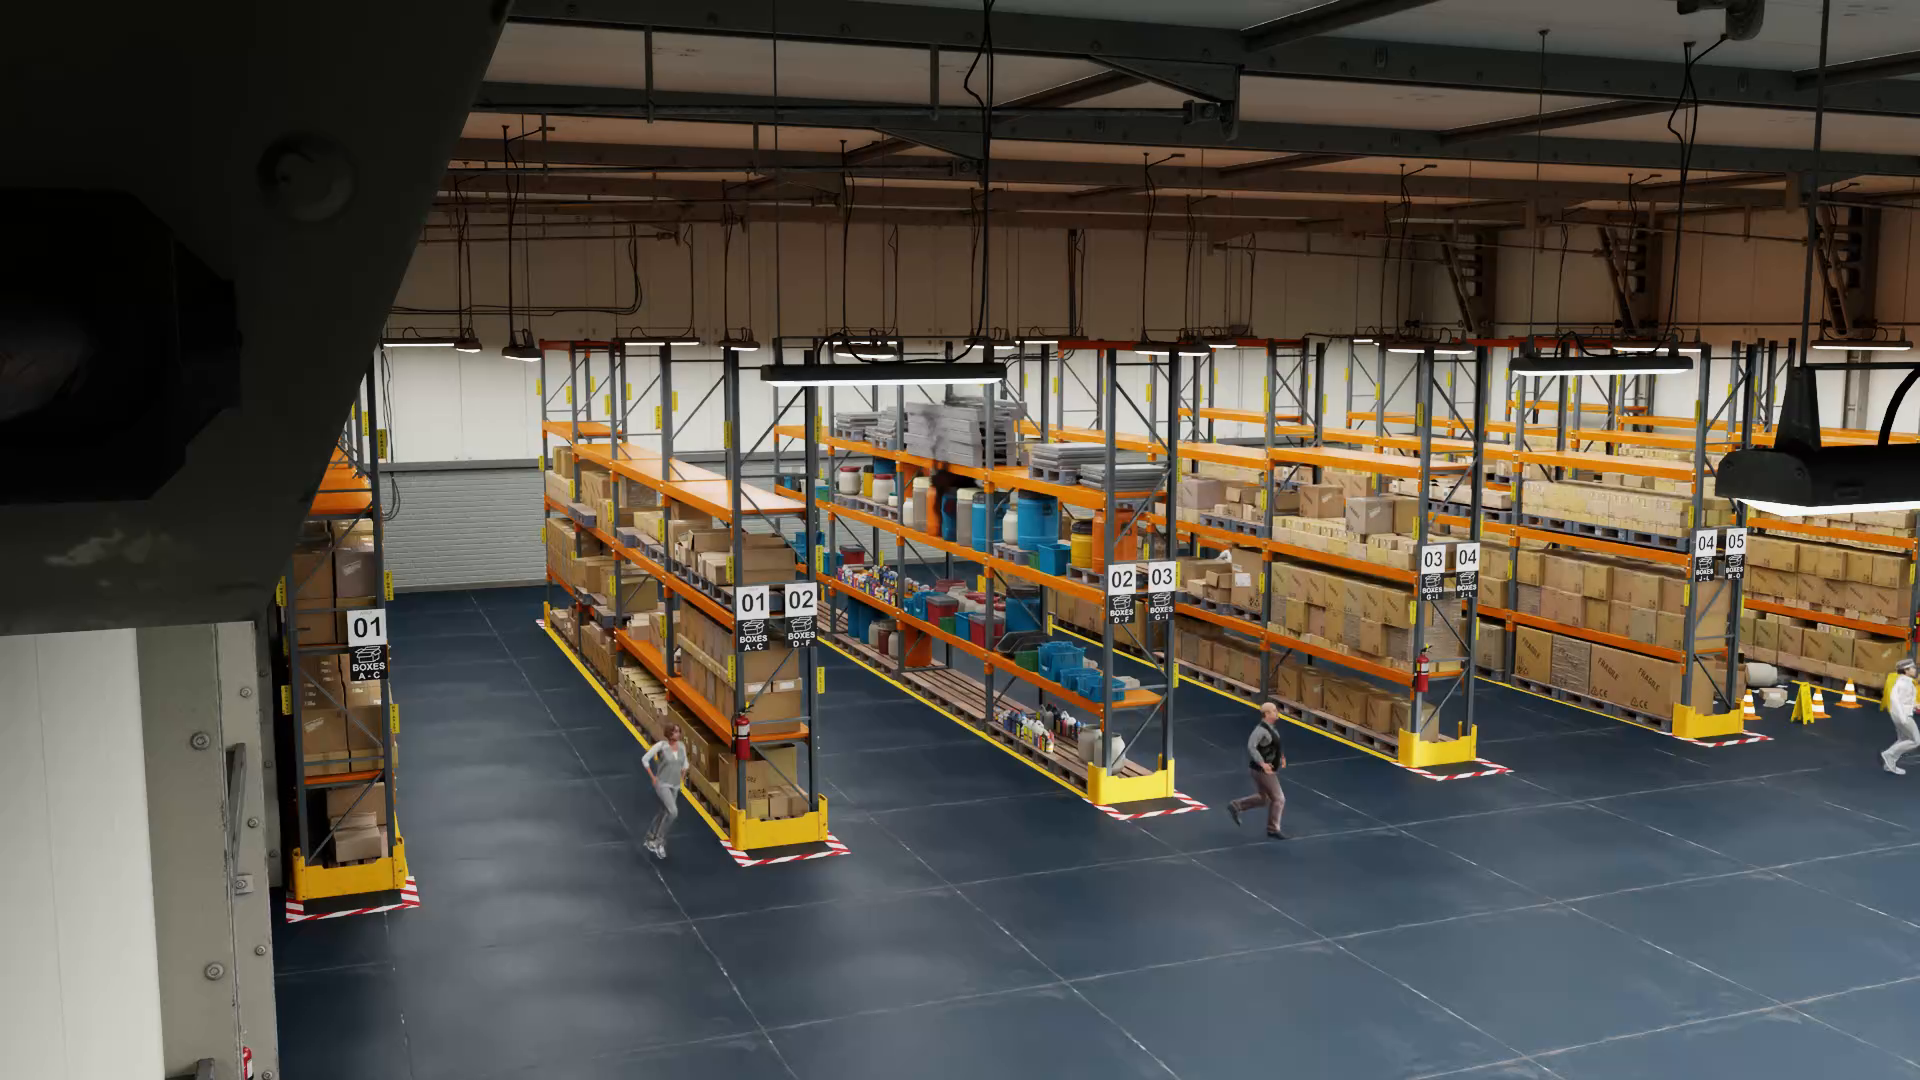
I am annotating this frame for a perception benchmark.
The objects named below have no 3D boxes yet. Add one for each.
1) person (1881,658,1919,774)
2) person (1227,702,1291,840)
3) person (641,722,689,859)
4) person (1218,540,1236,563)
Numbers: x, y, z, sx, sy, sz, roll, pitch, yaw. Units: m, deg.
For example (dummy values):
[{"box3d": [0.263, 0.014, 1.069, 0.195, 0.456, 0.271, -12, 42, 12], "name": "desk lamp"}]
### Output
[{"box3d": [13.316, 2.474, 23.438, 0.538, 1.658, 0.630, 3, 8, 25], "name": "person"}, {"box3d": [3.706, 2.835, 20.559, 0.819, 1.705, 0.652, 3, 8, 19], "name": "person"}, {"box3d": [-3.496, 2.977, 19.931, 0.615, 1.598, 0.530, 6, 9, 38], "name": "person"}, {"box3d": [5.803, 0.826, 35.775, 0.663, 1.788, 0.851, -3, 8, -23], "name": "person"}]
